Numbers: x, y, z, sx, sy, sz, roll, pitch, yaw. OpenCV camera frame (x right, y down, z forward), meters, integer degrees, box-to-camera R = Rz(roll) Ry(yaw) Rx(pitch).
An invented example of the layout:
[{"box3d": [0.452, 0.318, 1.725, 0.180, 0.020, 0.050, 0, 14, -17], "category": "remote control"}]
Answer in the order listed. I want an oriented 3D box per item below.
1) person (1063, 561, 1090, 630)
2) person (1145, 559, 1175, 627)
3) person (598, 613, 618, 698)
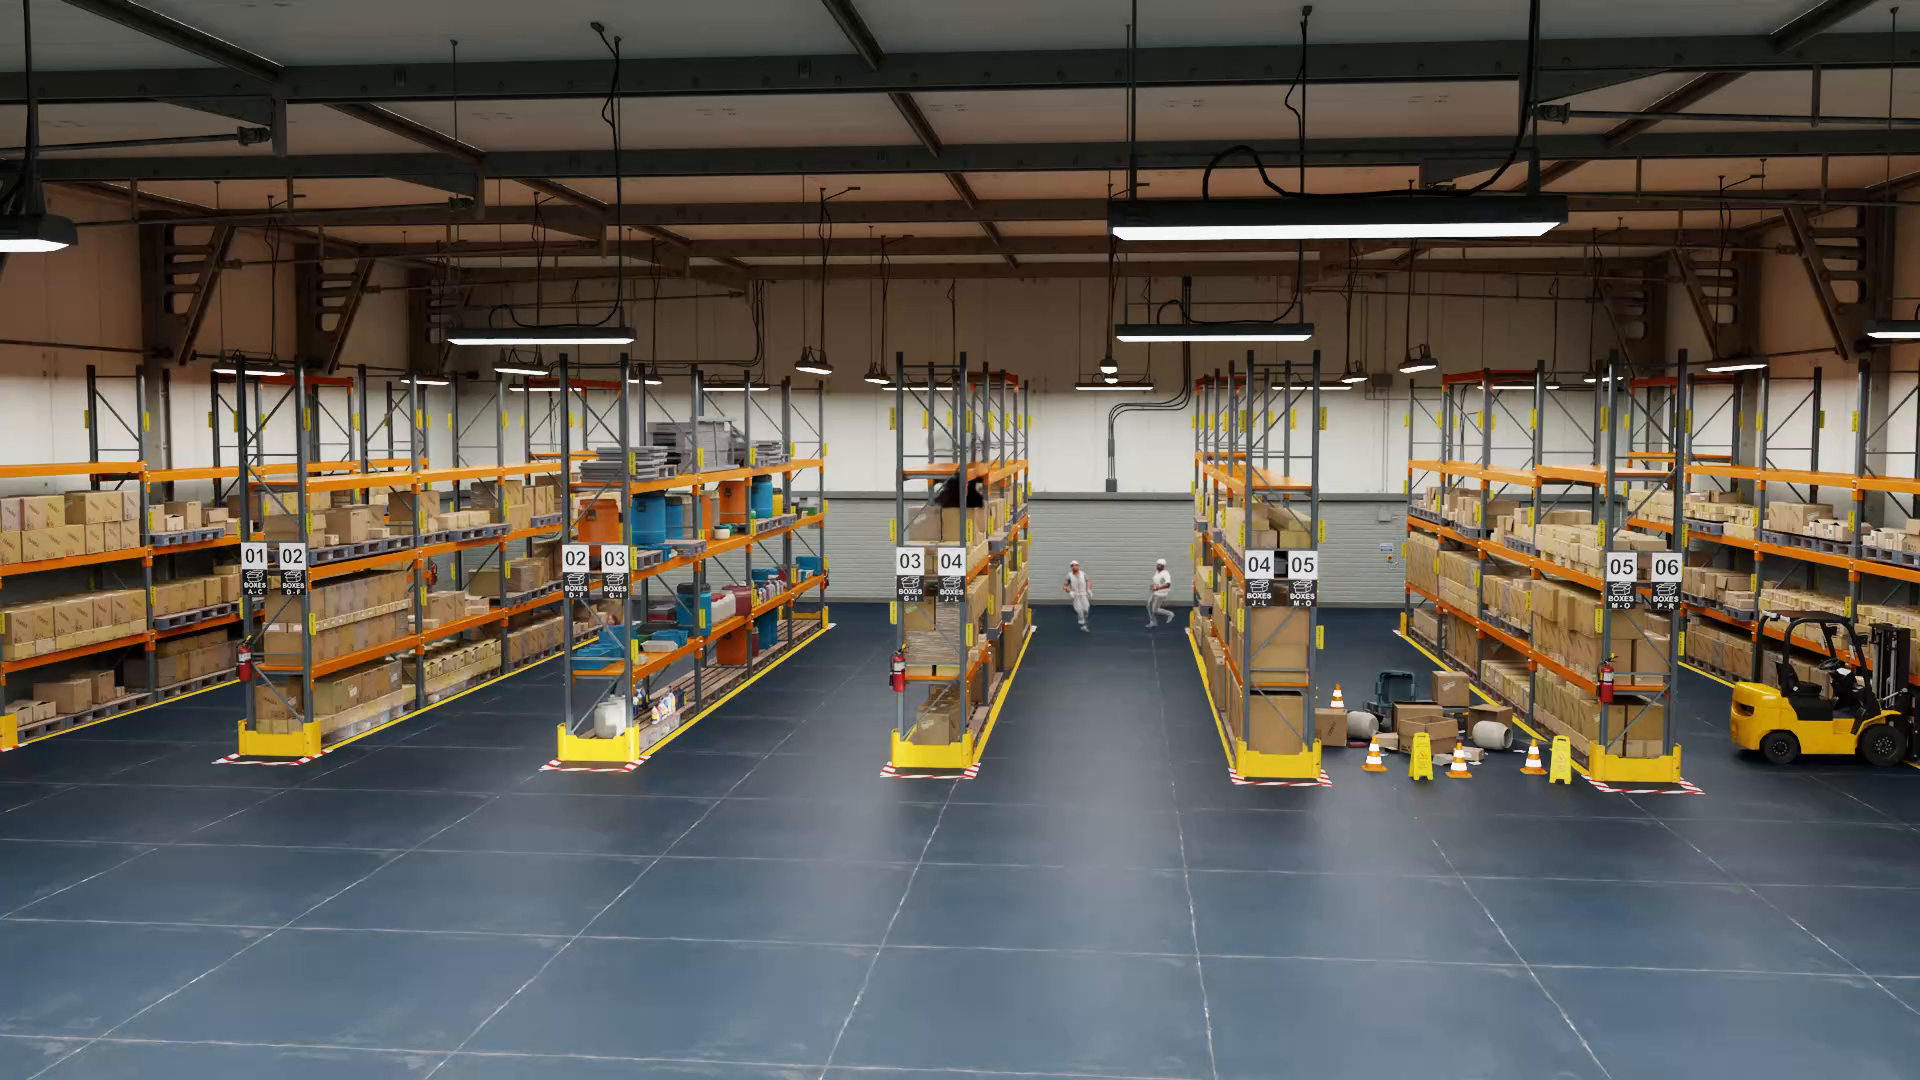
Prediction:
[{"box3d": [2.791, 1.317, 39.369, 0.687, 1.664, 0.510, -1, 4, -9], "category": "person"}, {"box3d": [4.901, 1.295, 40.480, 0.660, 1.693, 0.720, -1, 4, -12], "category": "person"}, {"box3d": [-6.272, 2.108, 30.040, 0.537, 1.539, 0.549, 0, 4, -1], "category": "person"}]
